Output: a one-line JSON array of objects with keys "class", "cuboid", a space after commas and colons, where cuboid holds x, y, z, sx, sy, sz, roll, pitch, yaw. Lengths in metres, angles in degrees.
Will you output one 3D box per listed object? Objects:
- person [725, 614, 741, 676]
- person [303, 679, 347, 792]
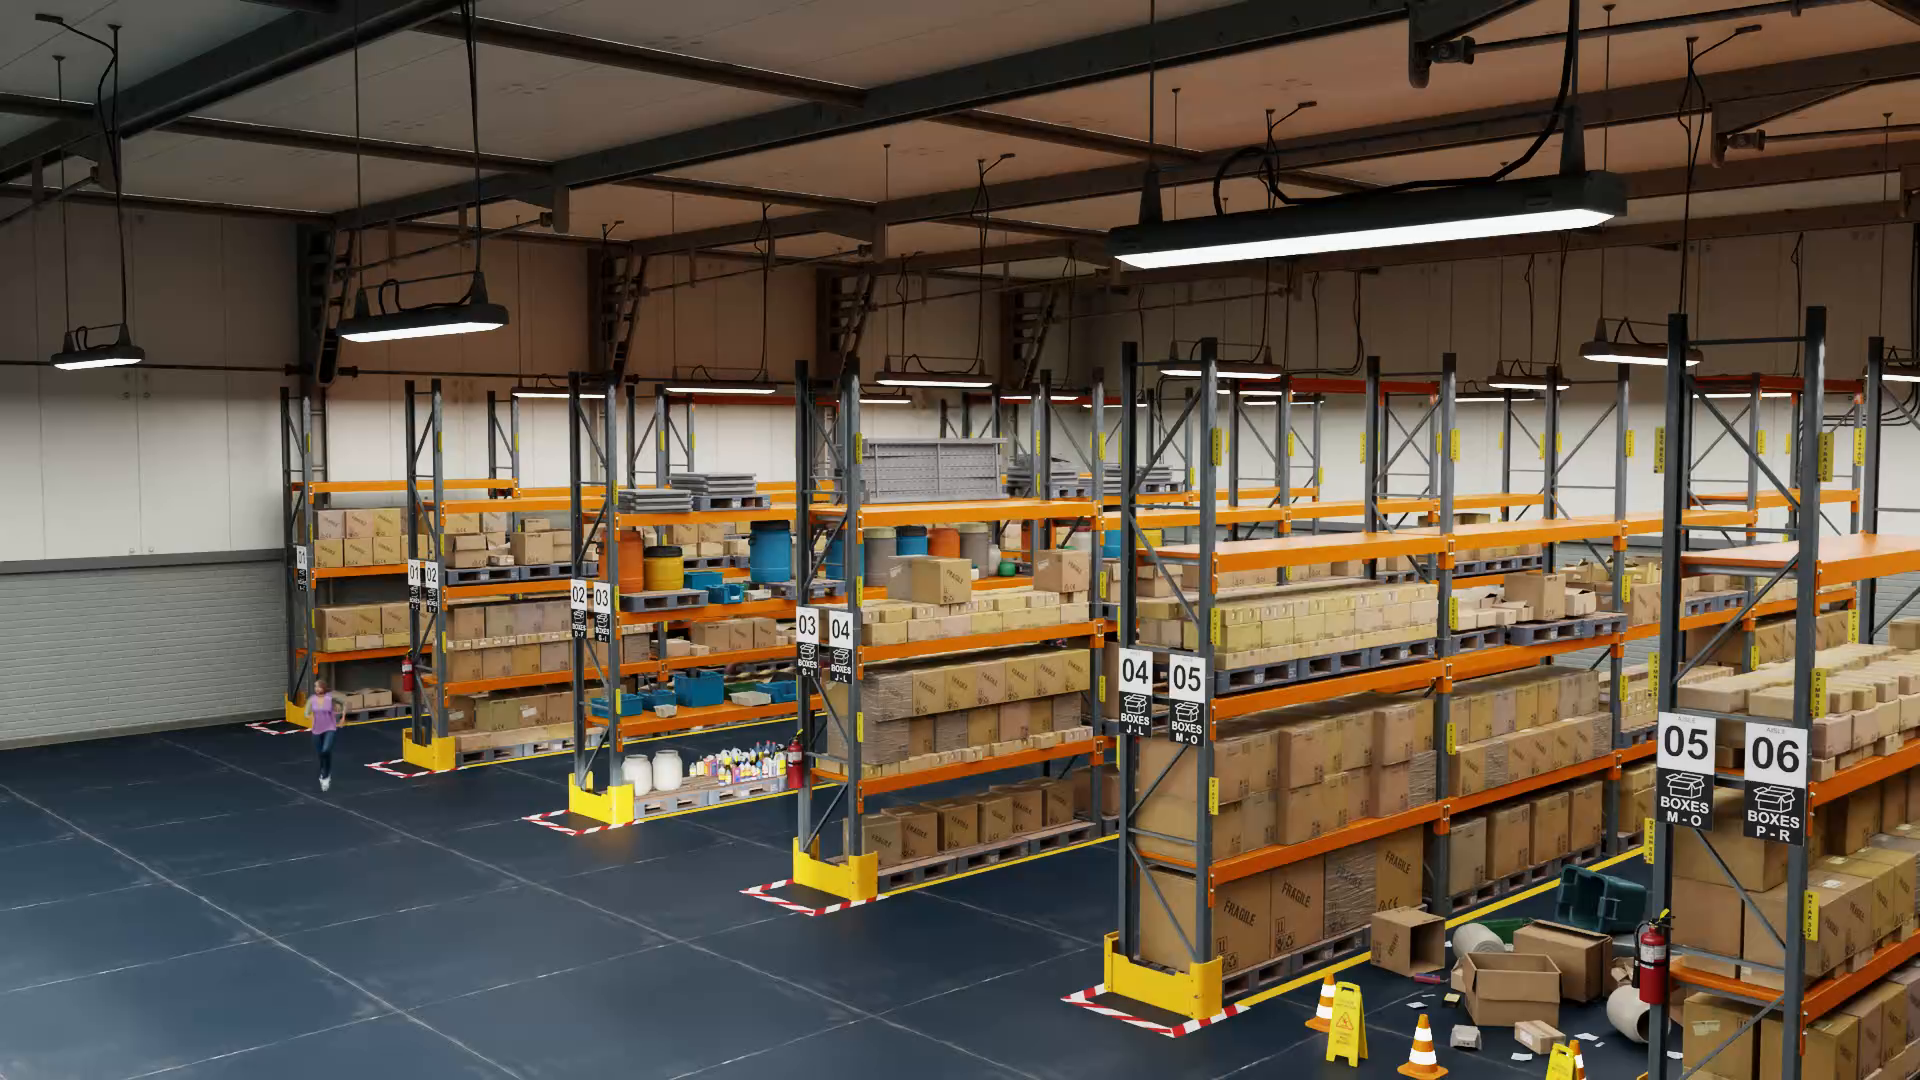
[{"class": "person", "cuboid": [-4.462, 2.232, 32.781, 0.593, 1.696, 0.856, 3, 5, 40]}, {"class": "person", "cuboid": [-9.252, 2.819, 24.238, 0.547, 1.623, 0.834, 0, 4, -4]}]
